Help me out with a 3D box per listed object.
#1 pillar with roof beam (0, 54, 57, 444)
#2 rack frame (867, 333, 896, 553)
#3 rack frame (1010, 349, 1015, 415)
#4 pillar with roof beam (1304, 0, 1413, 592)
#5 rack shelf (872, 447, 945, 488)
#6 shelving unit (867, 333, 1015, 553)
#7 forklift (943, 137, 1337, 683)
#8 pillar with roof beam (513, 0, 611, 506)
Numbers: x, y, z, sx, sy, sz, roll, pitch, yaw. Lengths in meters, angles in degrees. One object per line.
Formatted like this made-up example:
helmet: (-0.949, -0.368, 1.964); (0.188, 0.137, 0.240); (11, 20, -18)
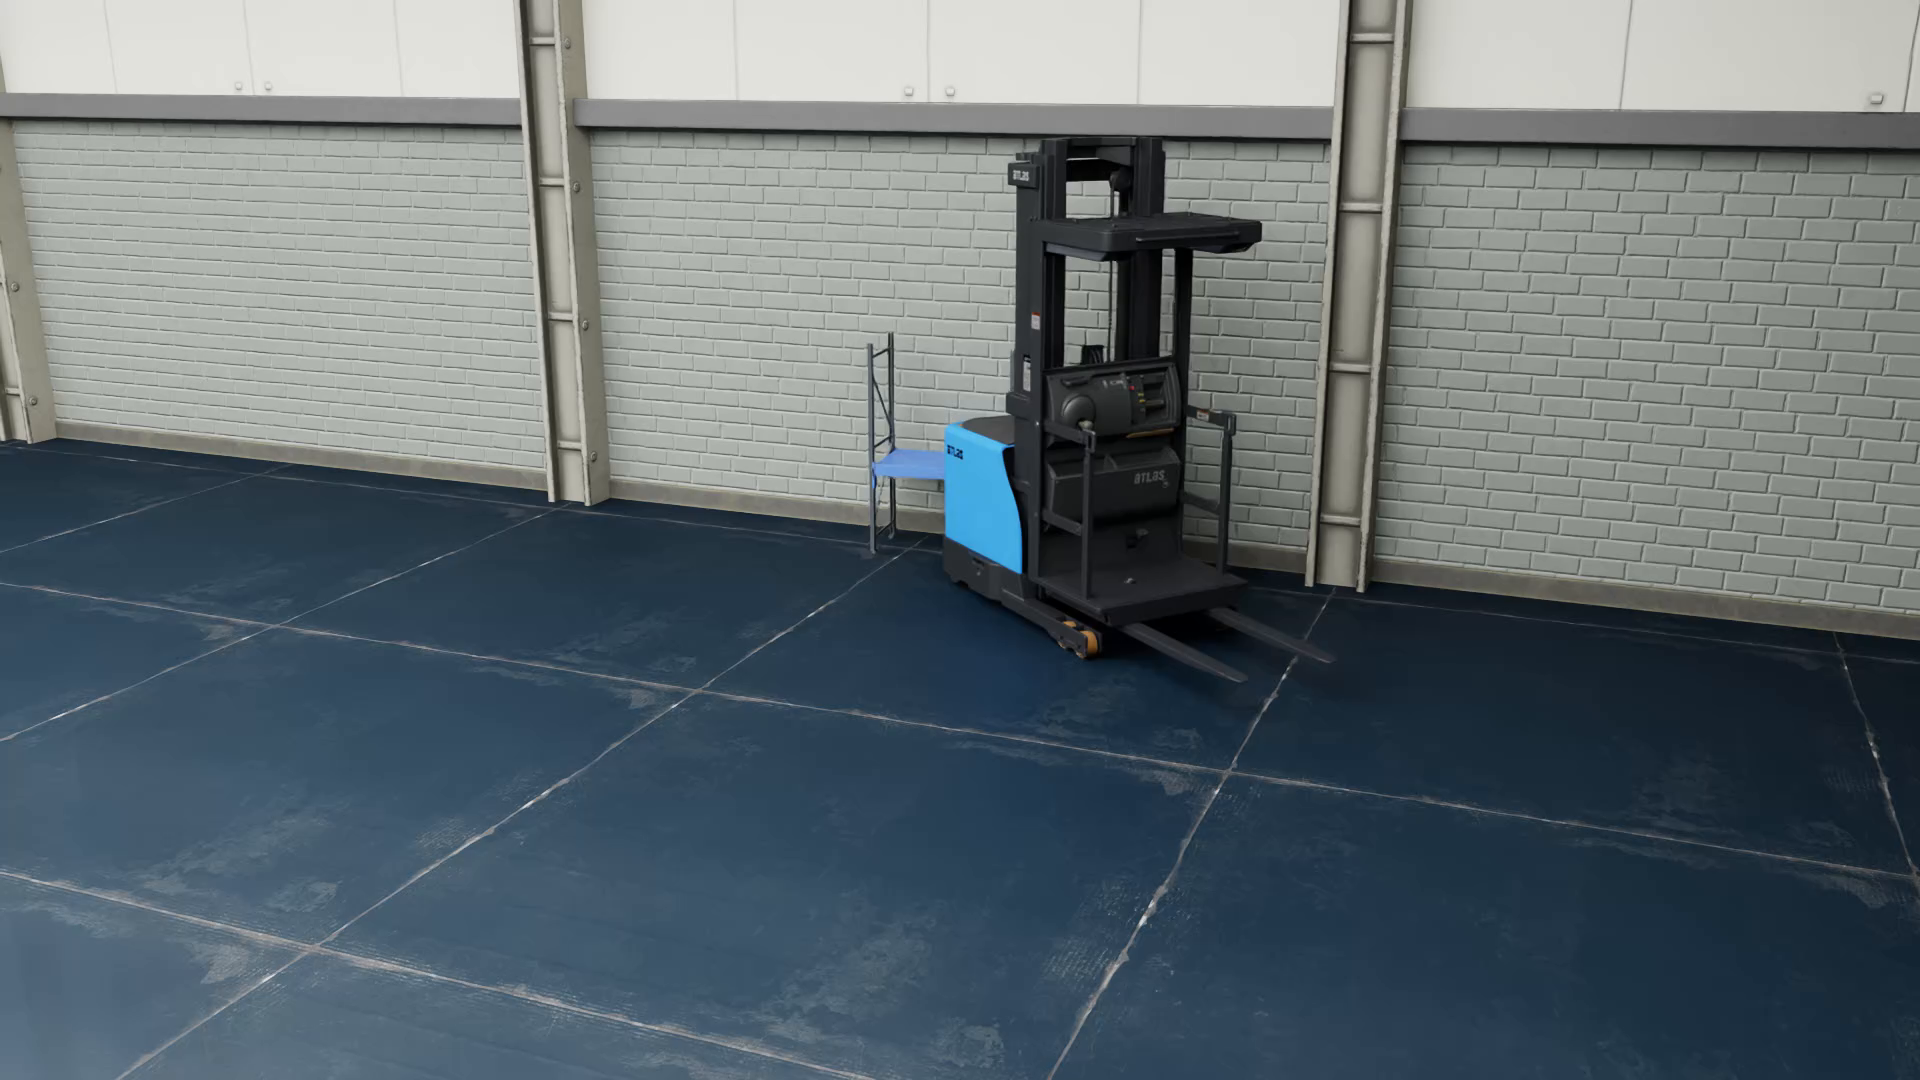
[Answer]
pillar with roof beam: (-10.198, -4.147, 10.316); (0.400, 9.000, 9.100); (6, 17, 21)
rack frame: (-0.557, -0.697, 11.884); (0.032, 1.500, 0.500); (4, 17, 15)
rack frame: (0.421, -0.621, 11.617); (0.032, 1.500, 0.500); (4, 17, 15)
pillar with roof beam: (0.965, -2.919, 6.088); (0.400, 9.000, 9.100); (6, 17, 21)
rack shelf: (-0.068, -0.486, 11.801); (1.000, 0.185, 0.538); (4, 17, 15)
shelving unit: (-0.068, -0.659, 11.750); (1.048, 1.500, 0.538); (4, 17, 15)
forklift: (1.040, -0.856, 9.865); (1.130, 2.935, 3.031); (-9, 18, -28)
pillar with roof beam: (-4.617, -3.533, 8.202); (0.400, 9.000, 9.100); (6, 17, 21)
